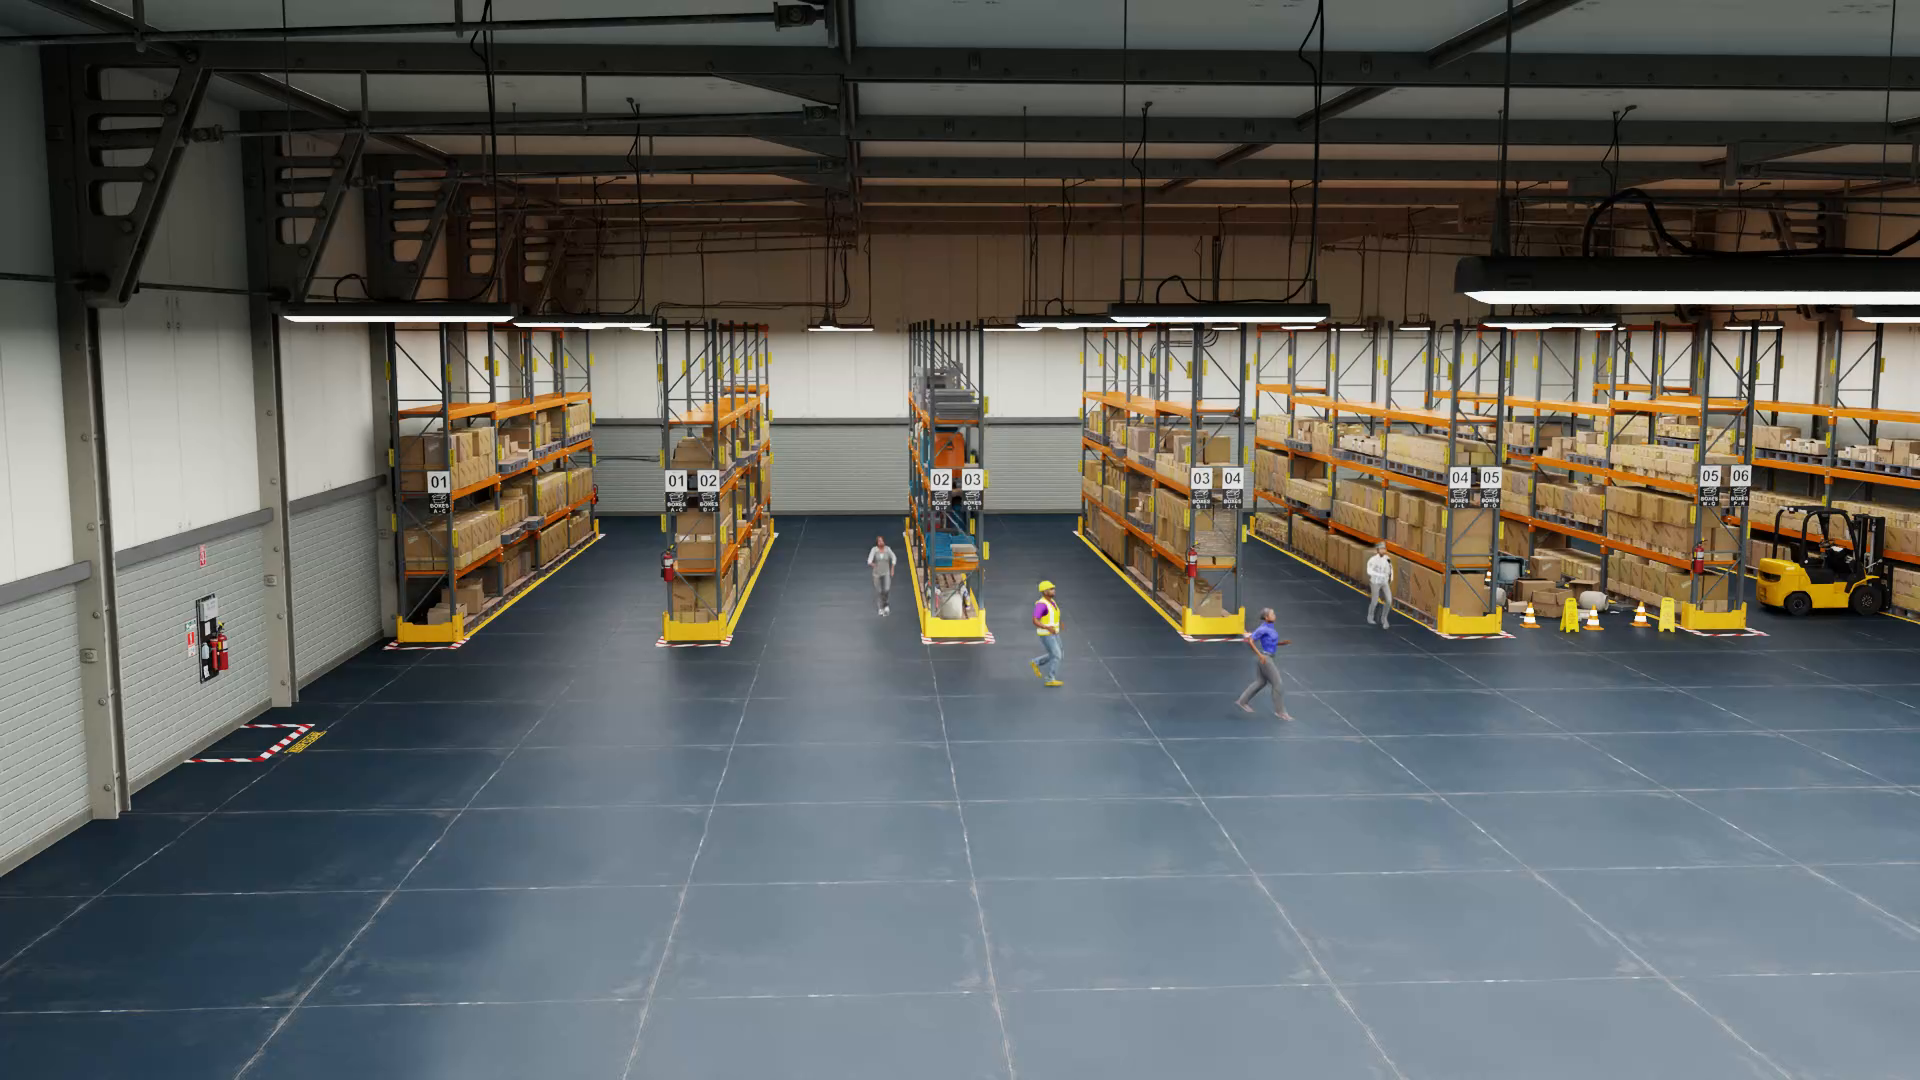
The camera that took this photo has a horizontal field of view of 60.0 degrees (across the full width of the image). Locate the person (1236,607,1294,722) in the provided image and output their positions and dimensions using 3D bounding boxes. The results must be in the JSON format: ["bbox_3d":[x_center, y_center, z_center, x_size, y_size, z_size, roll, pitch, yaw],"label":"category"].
[{"bbox_3d":[4.572,1.847,24.757,0.852,1.661,0.562,2,7,16],"label":"person"}]

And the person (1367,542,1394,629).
[{"bbox_3d":[8.238,0.887,32.542,0.637,1.732,0.699,-2,7,-13],"label":"person"}]

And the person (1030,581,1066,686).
[{"bbox_3d":[1.404,1.521,27.170,0.625,1.719,0.700,3,8,23],"label":"person"}]

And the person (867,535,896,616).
[{"bbox_3d":[-1.507,0.688,32.146,0.559,1.573,0.653,0,7,-4],"label":"person"}]
